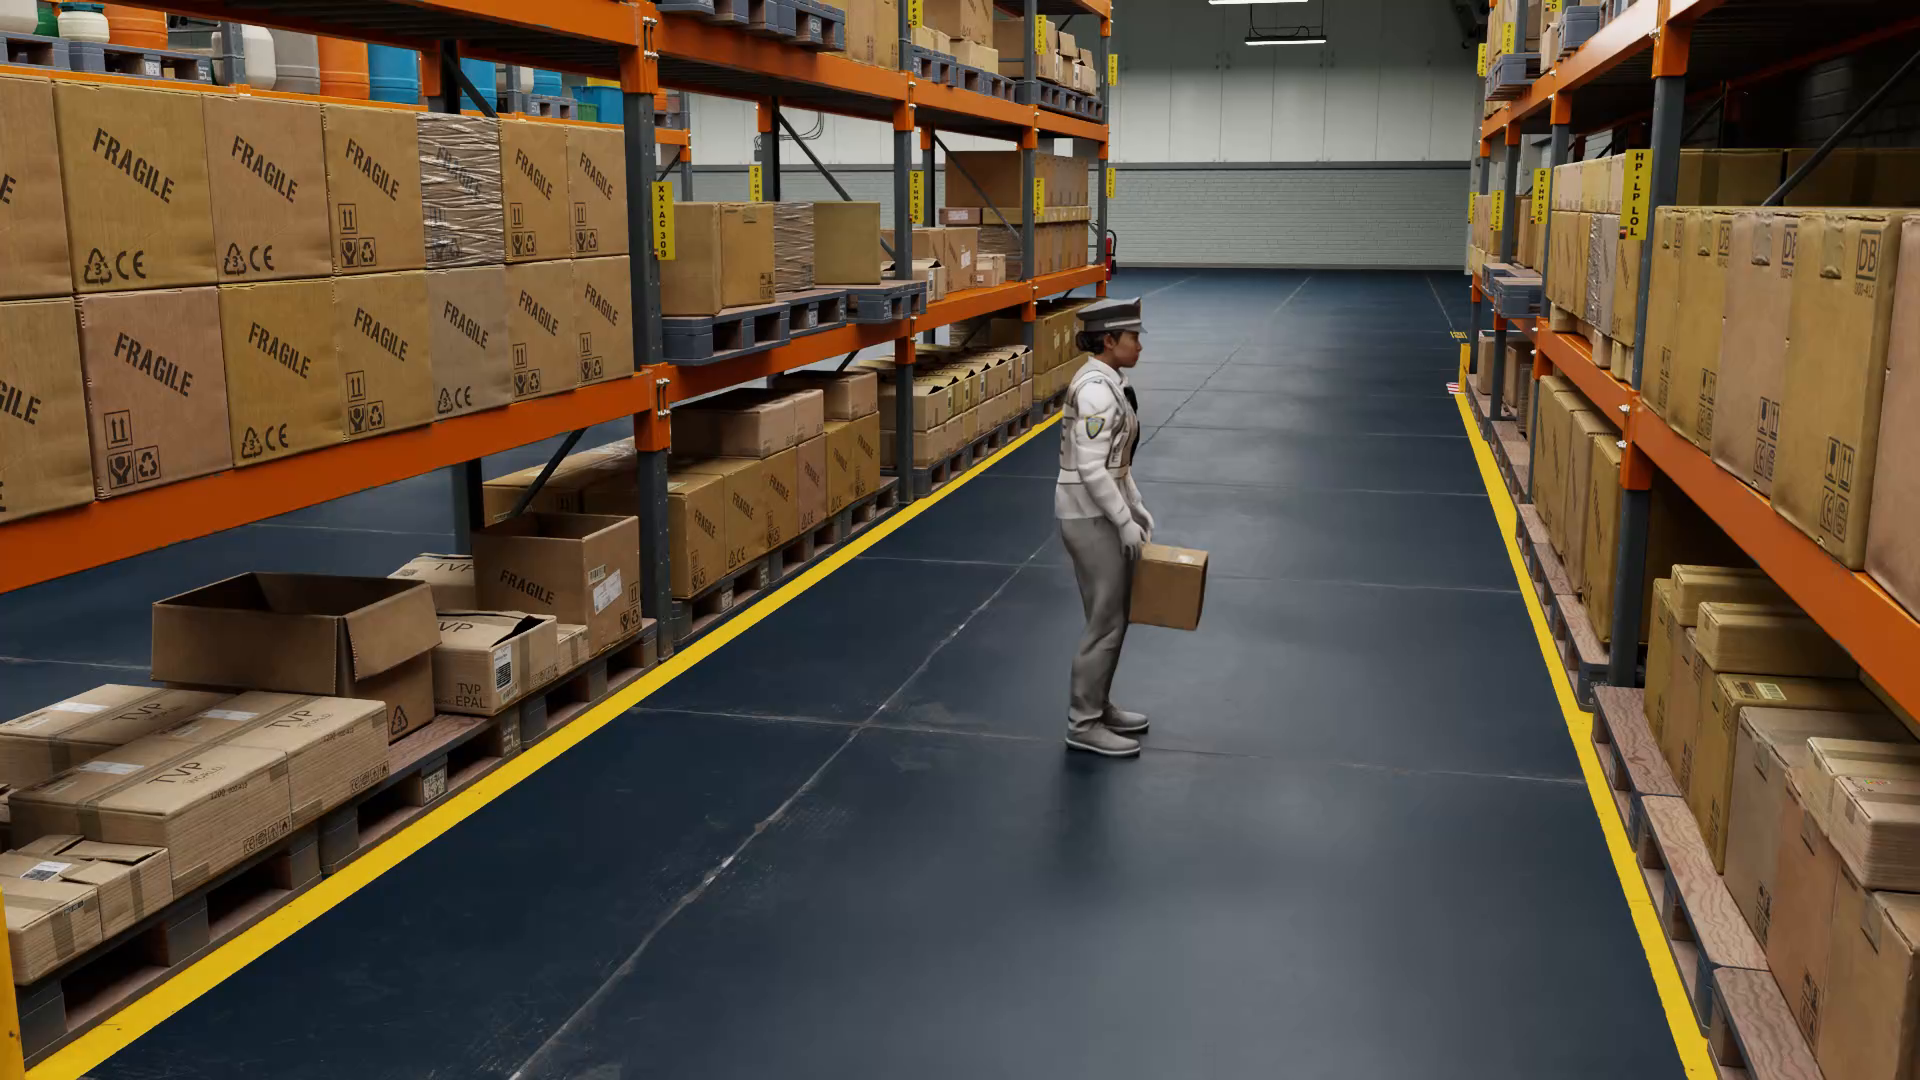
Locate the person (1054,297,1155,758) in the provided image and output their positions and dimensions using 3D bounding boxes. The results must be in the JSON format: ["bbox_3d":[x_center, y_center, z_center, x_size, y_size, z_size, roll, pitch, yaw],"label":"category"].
[{"bbox_3d":[0.538,-0.066,6.230,0.360,1.677,0.505,3,12,12],"label":"person"}]
